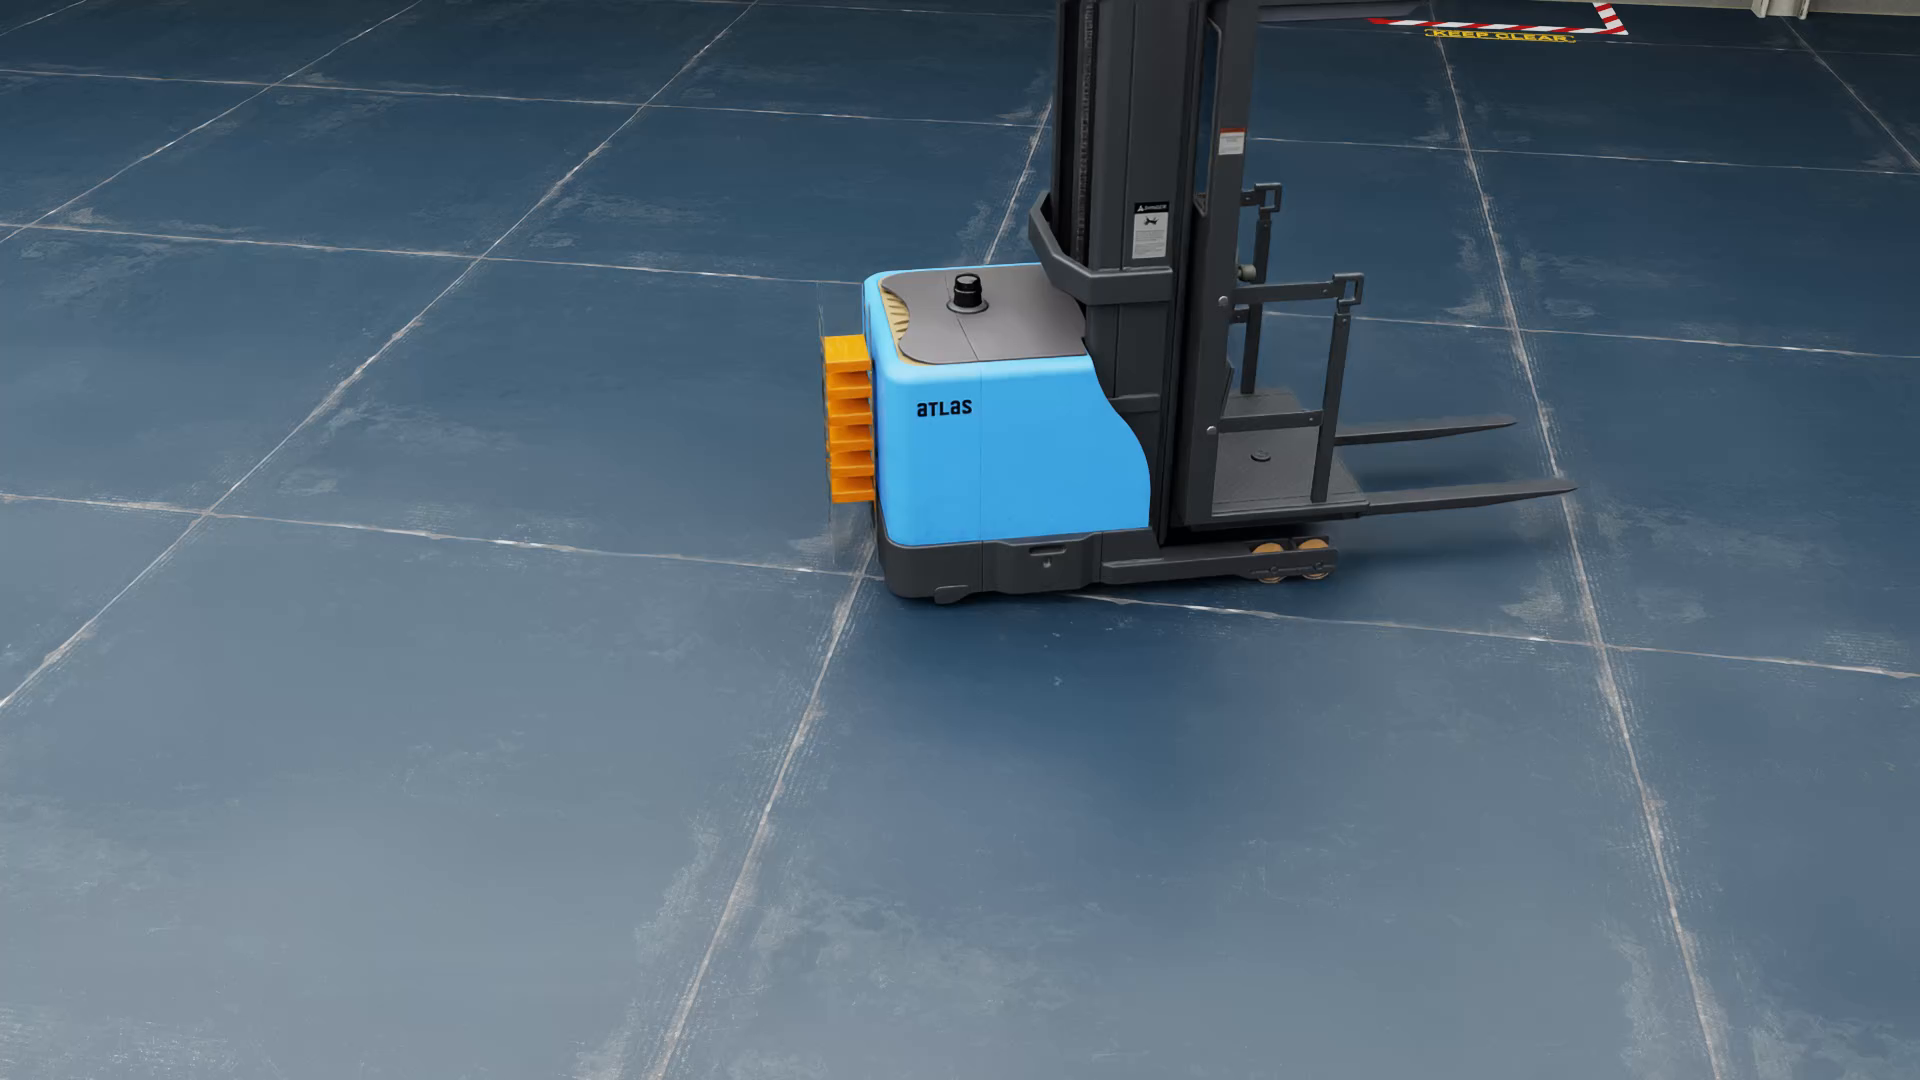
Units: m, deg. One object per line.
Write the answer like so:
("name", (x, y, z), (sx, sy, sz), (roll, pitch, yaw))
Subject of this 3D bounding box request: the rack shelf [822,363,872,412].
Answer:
("rack shelf", (-0.460, -0.628, 6.754), (0.180, 0.103, 0.258), (-5, 32, -7))

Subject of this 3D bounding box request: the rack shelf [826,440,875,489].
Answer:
("rack shelf", (-0.460, -0.323, 6.945), (0.180, 0.103, 0.258), (-5, 32, -7))

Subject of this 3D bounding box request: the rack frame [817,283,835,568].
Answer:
("rack frame", (-0.550, -0.455, 6.846), (0.006, 1.200, 0.240), (-5, 32, -7))

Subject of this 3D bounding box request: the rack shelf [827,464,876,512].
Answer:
("rack shelf", (-0.460, -0.221, 7.008), (0.180, 0.103, 0.258), (-5, 32, -7))

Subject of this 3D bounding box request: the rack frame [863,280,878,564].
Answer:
("rack frame", (-0.369, -0.469, 6.869), (0.006, 1.200, 0.240), (-5, 32, -7))

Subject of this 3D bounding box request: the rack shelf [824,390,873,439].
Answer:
("rack shelf", (-0.460, -0.526, 6.817), (0.180, 0.103, 0.258), (-5, 32, -7))

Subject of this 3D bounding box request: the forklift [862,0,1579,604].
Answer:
("forklift", (1.134, -1.334, 6.619), (3.031, 2.935, 1.130), (-5, 32, -7))

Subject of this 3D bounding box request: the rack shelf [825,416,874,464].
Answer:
("rack shelf", (-0.460, -0.424, 6.881), (0.180, 0.103, 0.258), (-5, 32, -7))

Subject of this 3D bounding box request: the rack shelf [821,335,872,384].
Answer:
("rack shelf", (-0.460, -0.730, 6.690), (0.180, 0.103, 0.258), (-5, 32, -7))

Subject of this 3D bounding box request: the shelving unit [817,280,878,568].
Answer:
("shelving unit", (-0.460, -0.462, 6.857), (0.189, 1.200, 0.258), (-5, 32, -7))

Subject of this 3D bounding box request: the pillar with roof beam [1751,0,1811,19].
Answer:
("pillar with roof beam", (6.490, -6.204, 8.681), (0.400, 9.000, 9.100), (5, 32, 8))
